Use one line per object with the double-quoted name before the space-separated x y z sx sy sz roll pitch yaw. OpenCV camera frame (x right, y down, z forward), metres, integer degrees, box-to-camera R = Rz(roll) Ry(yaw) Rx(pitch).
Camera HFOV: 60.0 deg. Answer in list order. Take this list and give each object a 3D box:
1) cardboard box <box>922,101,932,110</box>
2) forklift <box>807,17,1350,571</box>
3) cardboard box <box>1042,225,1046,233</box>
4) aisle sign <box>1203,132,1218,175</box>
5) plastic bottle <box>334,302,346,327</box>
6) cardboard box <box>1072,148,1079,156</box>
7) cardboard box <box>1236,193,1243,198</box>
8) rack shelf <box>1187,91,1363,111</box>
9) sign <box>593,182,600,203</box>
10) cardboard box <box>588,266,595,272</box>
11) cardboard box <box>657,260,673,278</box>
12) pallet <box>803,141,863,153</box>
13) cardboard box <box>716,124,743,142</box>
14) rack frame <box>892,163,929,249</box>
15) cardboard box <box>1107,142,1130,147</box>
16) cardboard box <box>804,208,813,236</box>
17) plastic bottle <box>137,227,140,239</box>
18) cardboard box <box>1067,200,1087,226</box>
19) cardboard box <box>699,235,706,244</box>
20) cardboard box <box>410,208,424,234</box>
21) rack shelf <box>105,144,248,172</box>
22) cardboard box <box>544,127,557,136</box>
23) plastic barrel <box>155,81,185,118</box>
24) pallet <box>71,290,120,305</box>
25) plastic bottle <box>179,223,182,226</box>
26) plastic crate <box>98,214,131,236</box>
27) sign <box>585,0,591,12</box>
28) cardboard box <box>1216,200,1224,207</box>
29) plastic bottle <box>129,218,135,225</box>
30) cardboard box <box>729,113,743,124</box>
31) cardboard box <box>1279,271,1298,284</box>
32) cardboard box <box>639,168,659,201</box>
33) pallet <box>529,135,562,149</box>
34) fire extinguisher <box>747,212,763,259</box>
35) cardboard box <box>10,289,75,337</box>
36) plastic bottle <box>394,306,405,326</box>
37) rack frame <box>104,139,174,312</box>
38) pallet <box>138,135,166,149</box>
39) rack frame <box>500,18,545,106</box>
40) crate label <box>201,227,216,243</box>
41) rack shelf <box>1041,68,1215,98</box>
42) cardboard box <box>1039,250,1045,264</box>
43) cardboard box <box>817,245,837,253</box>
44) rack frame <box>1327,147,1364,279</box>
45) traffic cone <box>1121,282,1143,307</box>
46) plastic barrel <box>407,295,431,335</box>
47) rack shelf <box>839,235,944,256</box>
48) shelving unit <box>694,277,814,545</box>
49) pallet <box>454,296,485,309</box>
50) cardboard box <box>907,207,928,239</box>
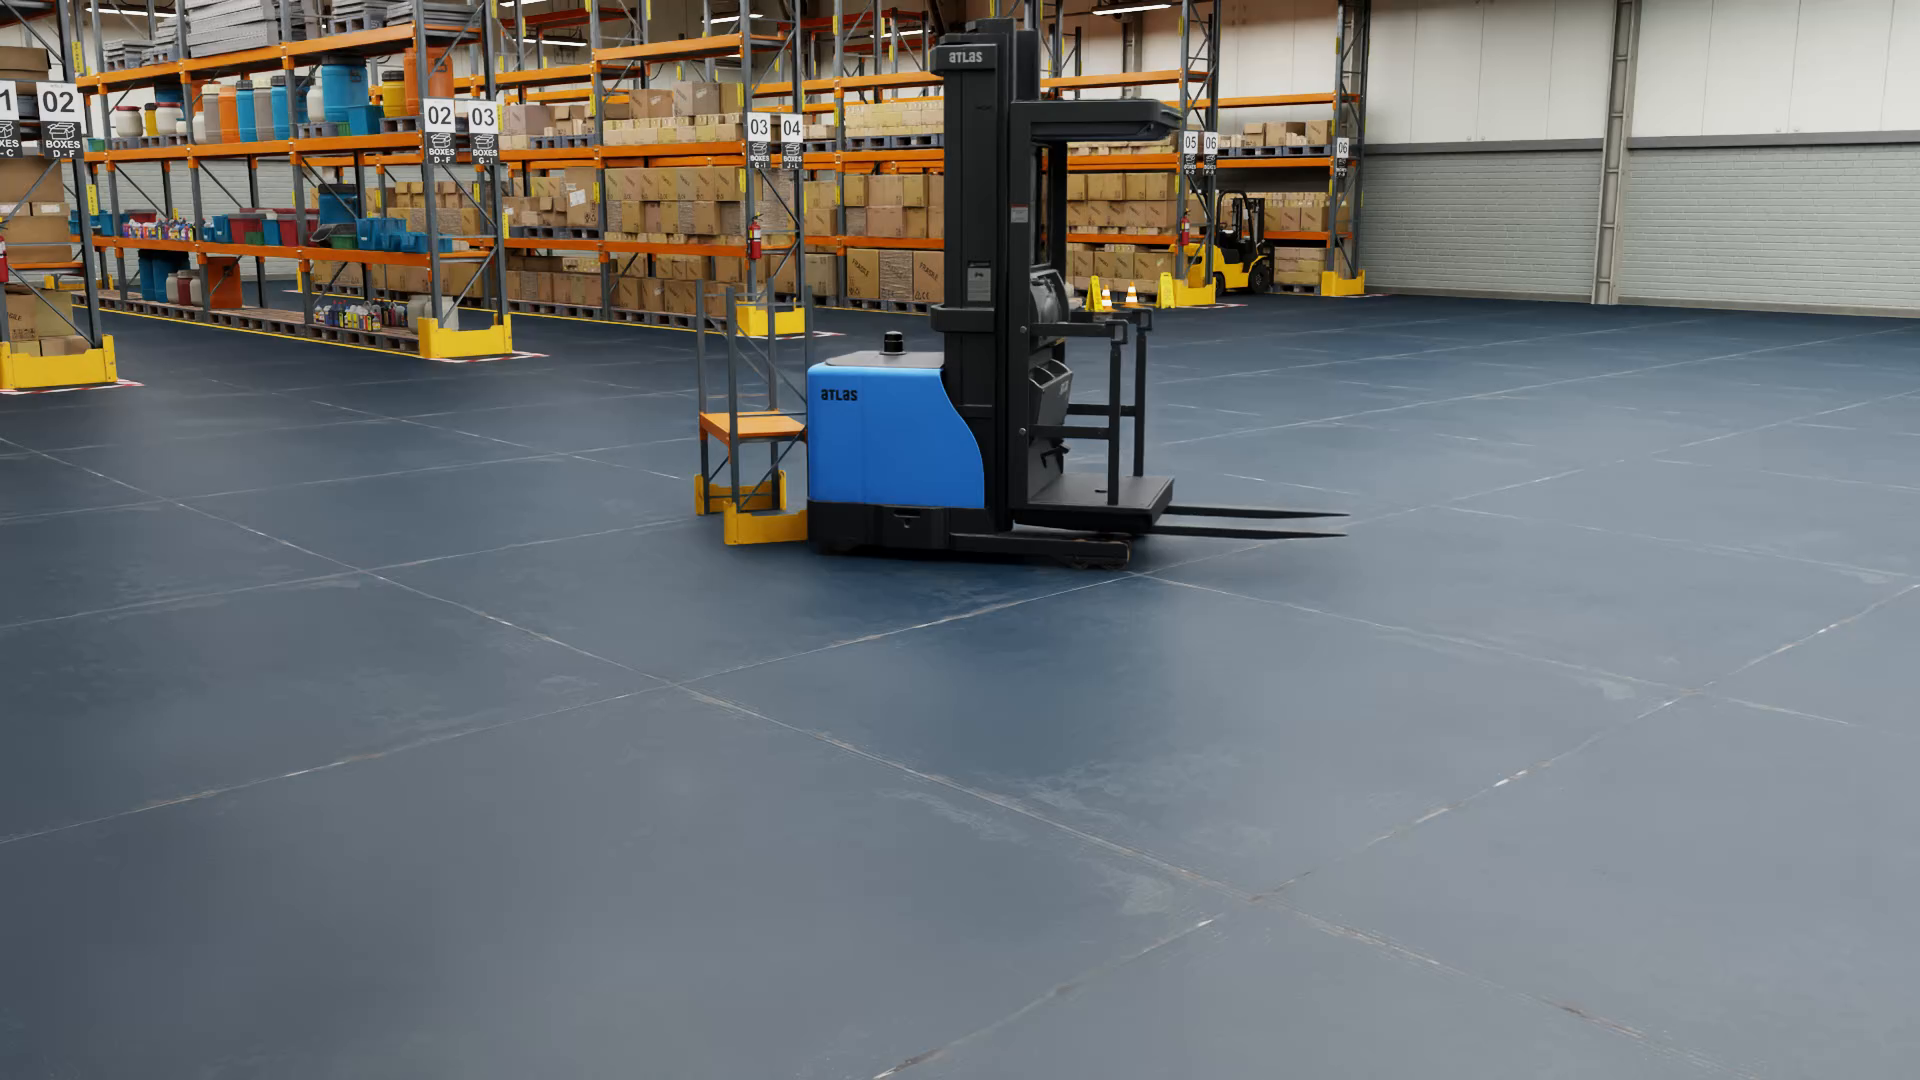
"cardboard box" -0.431 -7.414 28.390 0.380 0.149 0.250 -11 16 -43
"forklift" 0.696 -1.384 9.363 3.031 2.935 1.130 3 12 14
"cardboard box" 1.871 -6.281 33.585 0.380 0.149 0.250 -10 15 -41
"aisle sign" 4.703 -7.248 31.213 0.394 0.787 0.004 -11 16 -43
"plastic bottle" -8.689 -3.168 23.327 0.185 0.351 0.144 11 16 43
"cardboard box" 2.423 -7.641 32.754 0.250 0.149 0.380 11 16 43
"cardboard box" 6.213 -7.464 36.112 0.380 0.149 0.250 -11 16 -43
"rack shelf" 6.642 -9.314 35.594 1.077 0.370 4.000 -11 16 -43
"sign" -5.893 -5.632 26.946 0.100 0.325 0.005 -11 16 -43
"cardboard box" -8.005 -5.981 36.797 0.250 0.149 0.380 11 16 42
"cardboard box" -5.976 -5.595 34.790 0.500 0.500 0.500 11 16 43
"pallet" -2.506 -7.322 31.056 1.217 0.209 0.805 11 16 43
"cardboard box" -3.249 -5.990 24.489 0.500 0.250 0.500 -10 16 -41
"rack frame" -1.089 -7.108 36.977 1.000 3.000 0.127 -11 16 -43
"cardboard box" 3.179 -7.667 31.894 0.500 0.250 0.500 -10 16 -41
"cardboard box" -2.740 -5.981 31.260 0.500 0.500 0.500 -11 16 -43
"plastic bottle" -14.177 -5.314 28.763 0.097 0.201 0.097 0 12 0
"cardboard box" 2.476 -6.470 32.899 0.500 0.500 0.500 -11 16 -43
"cardboard box" -3.764 -4.596 25.407 0.380 0.149 0.250 -11 16 -43
"cardboard box" -10.189 -6.111 31.892 0.500 0.500 0.500 11 16 44
"rack shelf" -13.220 -6.445 28.111 1.077 0.370 4.000 -11 16 -43
"cardboard box" -6.861 -6.963 28.380 0.250 0.166 0.380 11 16 44
"plastic barrel" -13.312 -7.313 28.256 0.600 0.901 0.708 -11 16 -43
"pallet" -16.822 -4.713 32.262 1.003 0.211 1.213 -11 16 -43
"plastic bottle" -13.572 -5.398 28.996 0.097 0.271 0.097 0 12 0
"plastic crate" -15.170 -5.662 29.853 0.392 0.384 0.575 -11 16 -43
"sign" -5.892 -8.538 26.345 0.100 0.325 0.005 -11 16 -43
"cardboard box" 5.787 -7.382 36.451 0.380 0.149 0.250 -10 16 -41
"plastic bottle" -14.565 -5.494 29.265 0.144 0.351 0.185 -11 16 -43
"cardboard box" -3.149 -6.147 24.265 0.380 0.149 0.250 -11 16 -43
"cardboard box" 7.133 -5.590 35.383 0.500 0.250 0.500 -11 16 -43
"cardboard box" -4.676 -5.580 26.101 0.500 0.500 0.500 -11 16 -43
"pallet" -6.562 -6.776 28.399 1.213 0.211 1.003 -11 16 -43
"fire extinguisher" -2.986 -4.440 24.222 0.296 0.674 0.183 -11 16 -43
"cardboard box" -10.455 -2.587 18.952 0.500 0.500 0.500 -11 16 -43
"plastic bottle" -7.958 -3.181 23.577 0.152 0.276 0.135 -11 16 -42
"rack frame" -14.601 -5.620 29.757 1.000 3.000 0.127 -11 16 -43
"pallet" -13.204 -6.731 28.183 1.003 0.211 1.213 -11 16 -43
"rack frame" -10.124 -10.509 38.619 1.000 3.000 0.127 -11 16 -43
"crate label" -11.819 -4.841 26.389 0.303 0.233 0.416 -11 16 -43
"rack shelf" 3.054 -8.816 32.194 1.077 0.370 4.000 -11 16 -43
"cardboard box" 1.885 -5.626 33.702 0.500 0.500 0.500 -10 15 -40
"cardboard box" -2.736 -6.646 38.963 0.875 0.875 0.875 -10 15 -41
"rack frame" 8.023 -6.632 34.670 1.000 3.000 0.127 -11 16 -43
"traffic cone" 3.206 -4.581 30.998 0.336 0.463 0.334 -11 16 -43
"plastic barrel" -7.170 -3.015 22.235 0.421 0.512 0.421 0 12 0
"rack shelf" -0.456 -5.175 29.380 1.077 0.370 4.000 -11 16 -43
"shelving unit" -1.264 -0.825 10.201 0.587 1.500 1.083 -4 12 -18
"pallet" -8.746 -4.487 31.165 1.003 0.211 1.213 -11 16 -43
"cardboard box" -0.451 -5.605 29.311 0.875 0.550 0.500 -11 16 -43
